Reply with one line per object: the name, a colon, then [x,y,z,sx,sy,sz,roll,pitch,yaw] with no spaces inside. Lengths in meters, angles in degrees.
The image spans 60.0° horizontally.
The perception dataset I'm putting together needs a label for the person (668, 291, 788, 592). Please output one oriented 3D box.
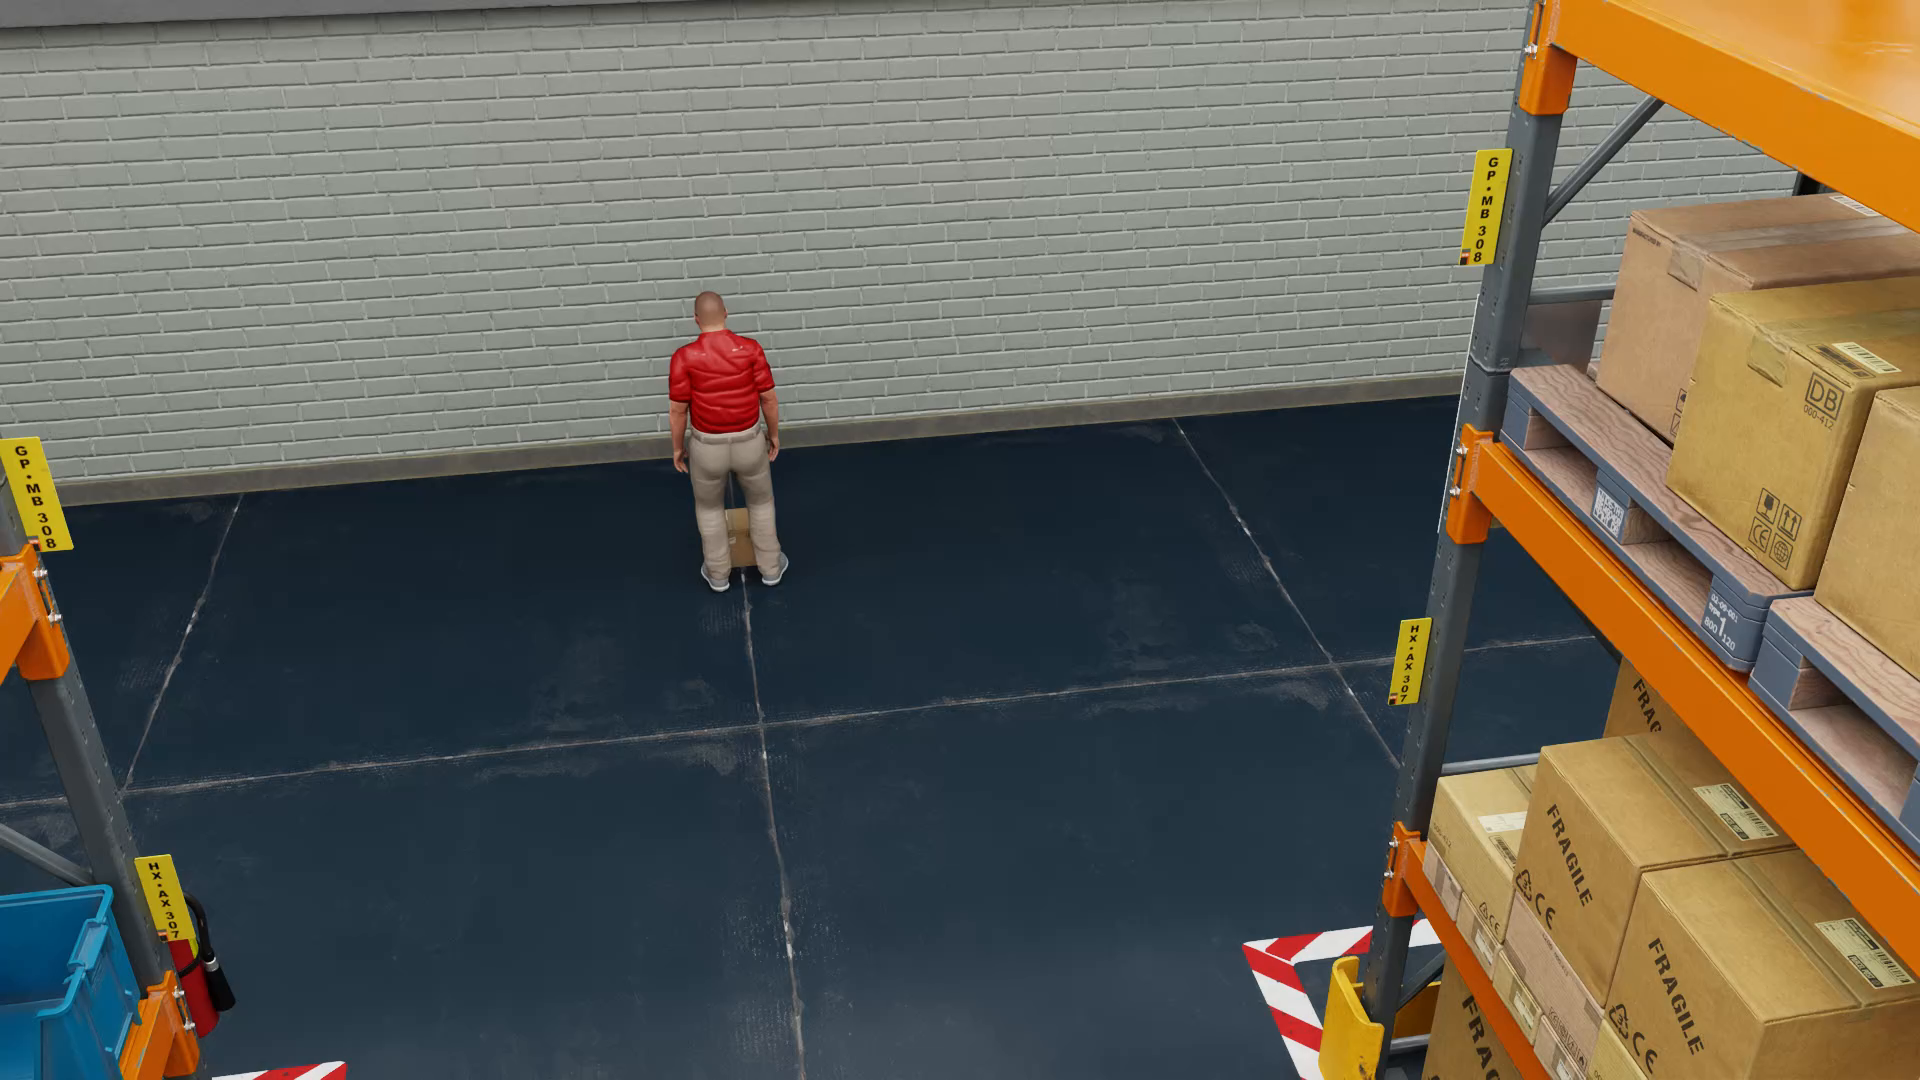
person: [-1.263,-0.520,9.035,0.604,1.726,0.394,-7,31,-12]
